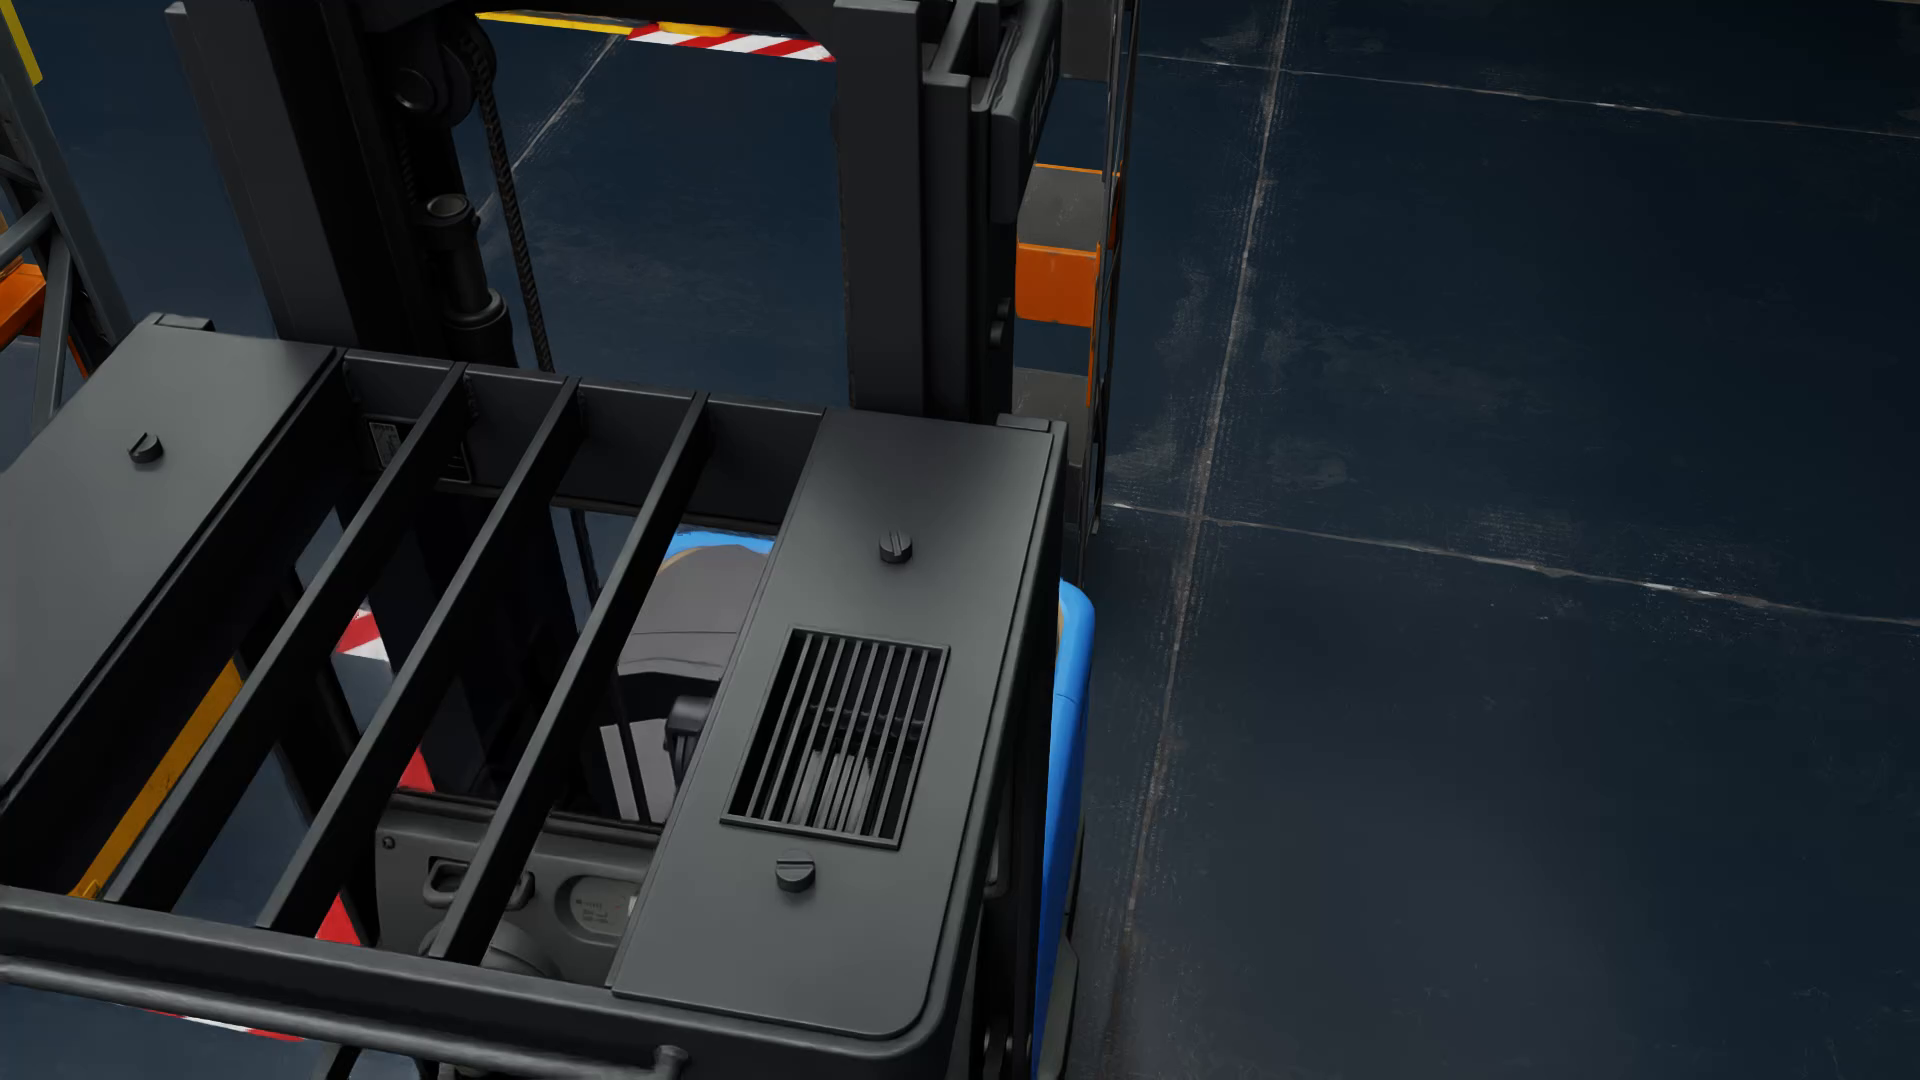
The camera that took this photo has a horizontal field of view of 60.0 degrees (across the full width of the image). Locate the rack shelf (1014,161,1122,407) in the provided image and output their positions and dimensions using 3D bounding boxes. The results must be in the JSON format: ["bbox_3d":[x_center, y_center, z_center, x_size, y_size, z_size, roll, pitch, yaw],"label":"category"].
[{"bbox_3d":[0.162,-0.722,4.505,0.480,0.518,0.431,9,45,9],"label":"rack shelf"}]

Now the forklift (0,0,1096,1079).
[{"bbox_3d":[-0.470,0.751,2.357,1.130,2.935,3.031,7,44,8],"label":"forklift"}]

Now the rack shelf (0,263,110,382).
[{"bbox_3d":[-4.172,-0.500,4.125,4.000,0.370,1.077,9,45,9],"label":"rack shelf"}]

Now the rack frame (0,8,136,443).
[{"bbox_3d":[-2.221,-0.456,3.561,0.127,3.000,1.000,9,45,9],"label":"rack frame"}]

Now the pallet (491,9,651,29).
[{"bbox_3d":[-1.940,-2.873,8.082,1.213,0.211,1.003,9,45,9],"label":"pallet"}]

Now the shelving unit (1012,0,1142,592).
[{"bbox_3d":[0.162,-0.731,4.496,0.503,2.100,0.431,9,45,9],"label":"shelving unit"}]

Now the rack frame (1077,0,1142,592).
[{"bbox_3d":[0.400,-0.694,4.457,0.015,2.100,0.400,9,45,9],"label":"rack frame"}]

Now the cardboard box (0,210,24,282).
[{"bbox_3d":[-2.596,-0.738,3.781,0.500,0.500,0.500,10,45,10],"label":"cardboard box"}]

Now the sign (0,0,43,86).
[{"bbox_3d":[-2.102,-1.135,3.642,0.005,0.325,0.100,9,45,9],"label":"sign"}]

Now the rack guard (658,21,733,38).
[{"bbox_3d":[-1.119,-2.905,7.907,0.348,0.500,1.175,9,45,9],"label":"rack guard"}]

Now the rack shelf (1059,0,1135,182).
[{"bbox_3d":[0.162,-1.226,4.020,0.480,0.518,0.431,9,45,9],"label":"rack shelf"}]

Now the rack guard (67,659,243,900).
[{"bbox_3d":[-2.295,0.433,4.440,0.348,0.500,1.175,9,45,9],"label":"rack guard"}]

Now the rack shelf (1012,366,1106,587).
[{"bbox_3d":[0.162,-0.217,4.991,0.480,0.518,0.431,9,45,9],"label":"rack shelf"}]
